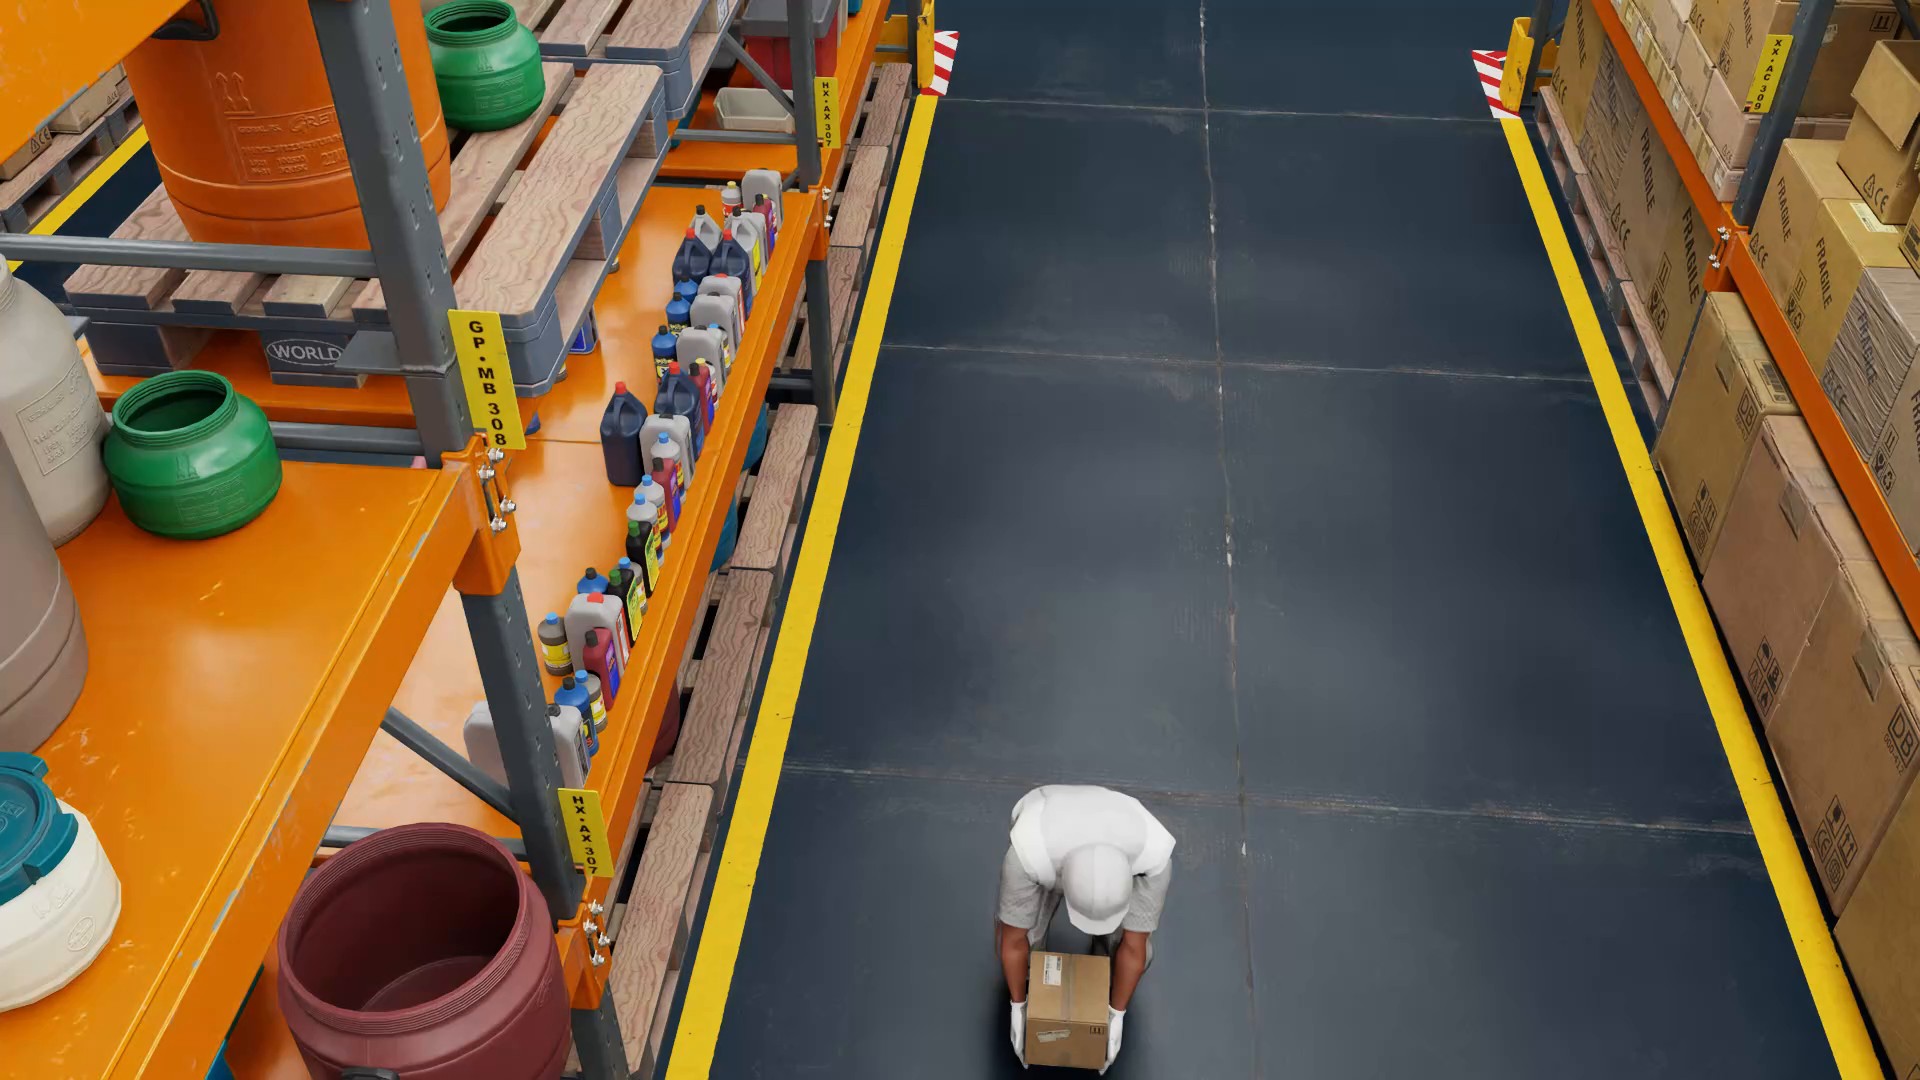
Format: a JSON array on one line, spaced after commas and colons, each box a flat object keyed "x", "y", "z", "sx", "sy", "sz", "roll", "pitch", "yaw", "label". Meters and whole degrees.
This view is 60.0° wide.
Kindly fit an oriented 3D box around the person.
[{"x": 0.392, "y": 1.126, "z": 5.376, "sx": 0.565, "sy": 0.968, "sz": 0.903, "roll": 3, "pitch": 40, "yaw": 3, "label": "person"}]
